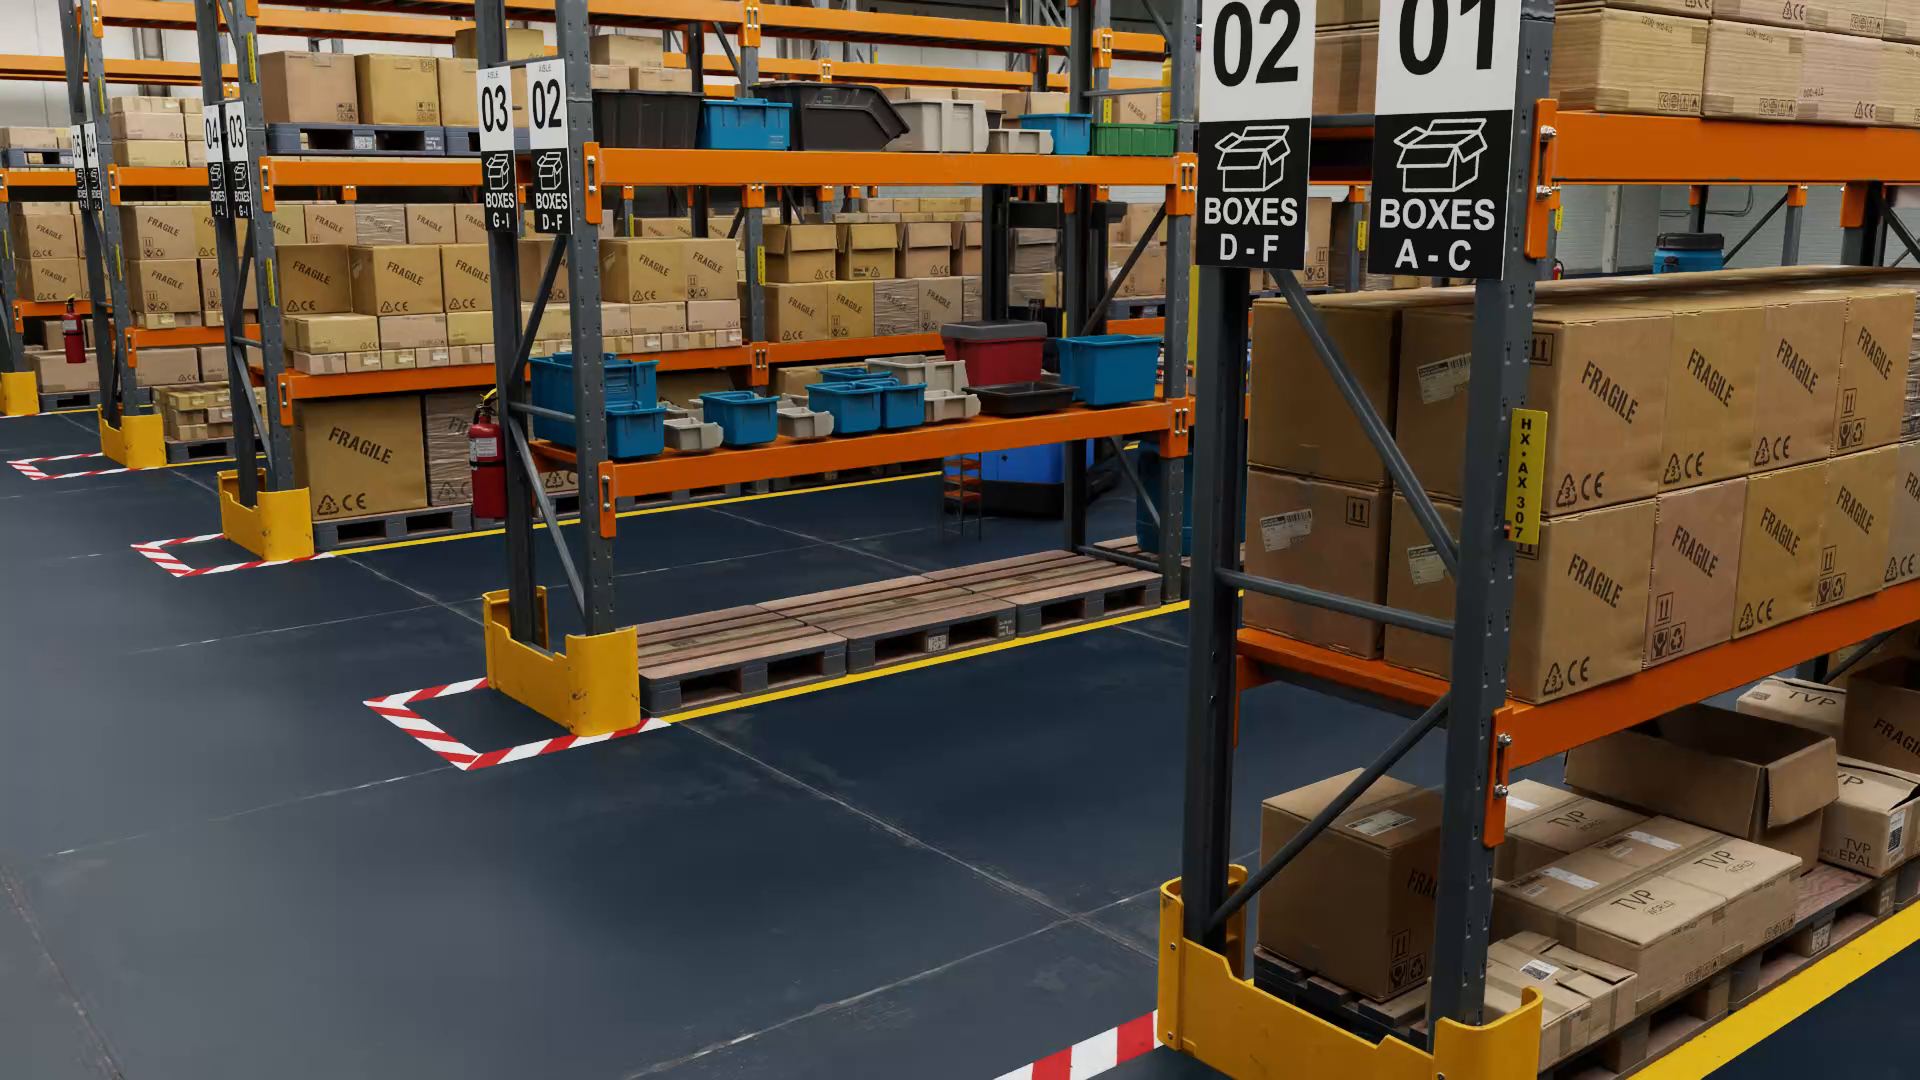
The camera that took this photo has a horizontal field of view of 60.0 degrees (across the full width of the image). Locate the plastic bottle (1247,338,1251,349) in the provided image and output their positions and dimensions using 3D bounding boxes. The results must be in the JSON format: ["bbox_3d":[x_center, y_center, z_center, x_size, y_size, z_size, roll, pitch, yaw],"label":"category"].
[{"bbox_3d":[2.049,-1.295,11.816,0.097,0.271,0.097,0,12,0],"label":"plastic bottle"}]

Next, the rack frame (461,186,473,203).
[{"bbox_3d":[-8.199,-4.876,28.372,0.127,3.000,1.000,-9,15,-38],"label":"rack frame"}]

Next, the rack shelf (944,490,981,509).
[{"bbox_3d":[0.011,-0.311,12.572,0.180,0.103,0.258,-9,15,-38],"label":"rack shelf"}]

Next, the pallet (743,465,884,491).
[{"bbox_3d":[-1.472,-0.694,15.387,1.213,0.211,1.003,-9,15,-38],"label":"pallet"}]

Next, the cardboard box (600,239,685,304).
[{"bbox_3d":[-2.613,-2.217,13.687,0.500,0.500,0.500,-9,15,-37],"label":"cardboard box"}]

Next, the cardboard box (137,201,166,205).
[{"bbox_3d":[-9.869,-4.056,20.299,0.250,0.149,0.380,-9,15,-37],"label":"cardboard box"}]

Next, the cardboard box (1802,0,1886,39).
[{"bbox_3d":[2.380,-1.612,4.933,0.500,0.250,0.500,-9,15,-38],"label":"cardboard box"}]

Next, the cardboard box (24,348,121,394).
[{"bbox_3d":[-10.889,-2.088,20.396,0.875,0.438,0.875,-10,16,-40],"label":"cardboard box"}]

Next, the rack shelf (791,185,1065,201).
[{"bbox_3d":[-0.362,-4.657,21.848,4.000,0.370,1.077,-9,15,-38],"label":"rack shelf"}]

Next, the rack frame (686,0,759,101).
[{"bbox_3d":[-2.028,-4.880,13.945,0.127,3.000,1.000,-9,15,-38],"label":"rack frame"}]

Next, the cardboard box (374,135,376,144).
[{"bbox_3d":[-6.067,-4.166,16.964,0.500,0.250,0.500,-9,15,-35],"label":"cardboard box"}]

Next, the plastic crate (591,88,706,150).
[{"bbox_3d":[-1.582,-2.031,8.065,0.590,0.269,0.497,-9,15,-38],"label":"plastic crate"}]

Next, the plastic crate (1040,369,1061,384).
[{"bbox_3d":[0.614,-1.005,10.631,0.243,0.136,0.396,-9,15,-38],"label":"plastic crate"}]

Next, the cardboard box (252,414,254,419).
[{"bbox_3d":[-7.216,-1.299,16.662,0.250,0.149,0.380,-9,15,-37],"label":"cardboard box"}]

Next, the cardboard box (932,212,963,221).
[{"bbox_3d":[-0.375,-4.076,21.953,0.500,0.500,0.700,-10,15,-38],"label":"cardboard box"}]

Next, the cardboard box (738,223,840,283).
[{"bbox_3d":[-1.534,-2.569,14.851,0.637,0.503,0.797,-10,16,-39],"label":"cardboard box"}]

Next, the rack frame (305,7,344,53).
[{"bbox_3d":[-8.218,-6.487,21.515,0.127,3.000,1.000,-9,15,-38],"label":"rack frame"}]

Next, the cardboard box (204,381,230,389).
[{"bbox_3d":[-7.561,-1.533,17.047,0.250,0.149,0.380,-10,15,-39],"label":"cardboard box"}]

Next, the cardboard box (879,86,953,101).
[{"bbox_3d":[-0.486,-3.919,15.382,0.637,0.503,0.797,-10,15,-38],"label":"cardboard box"}]

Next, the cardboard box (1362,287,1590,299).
[{"bbox_3d":[1.604,-0.525,5.232,0.500,0.500,0.500,-9,15,-36],"label":"cardboard box"}]

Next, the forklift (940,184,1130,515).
[{"bbox_3d":[0.812,-1.902,14.531,1.130,2.935,3.031,4,13,19],"label":"forklift"}]

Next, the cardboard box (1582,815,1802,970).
[{"bbox_3d":[2.417,1.156,5.522,0.500,0.250,0.500,-9,15,-38],"label":"cardboard box"}]

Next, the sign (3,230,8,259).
[{"bbox_3d":[-11.000,-3.405,19.168,0.005,0.325,0.100,-9,15,-38],"label":"sign"}]

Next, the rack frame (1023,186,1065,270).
[{"bbox_3d":[1.200,-3.801,23.308,0.127,3.000,1.000,-9,15,-38],"label":"rack frame"}]

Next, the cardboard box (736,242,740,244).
[{"bbox_3d":[-2.808,-3.561,20.337,0.250,0.149,0.380,-10,15,-38],"label":"cardboard box"}]

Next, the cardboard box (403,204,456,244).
[{"bbox_3d":[-5.646,-3.274,17.460,0.500,0.500,0.500,-10,16,-39],"label":"cardboard box"}]

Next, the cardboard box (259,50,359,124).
[{"bbox_3d":[-4.778,-3.273,12.107,0.500,0.500,0.700,-11,16,-41],"label":"cardboard box"}]

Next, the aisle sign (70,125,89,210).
[{"bbox_3d":[-8.415,-3.555,15.889,0.004,0.787,0.394,-9,15,-38],"label":"aisle sign"}]

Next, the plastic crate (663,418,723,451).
[{"bbox_3d":[-1.356,-0.530,8.394,0.298,0.136,0.250,-9,15,-38],"label":"plastic crate"}]

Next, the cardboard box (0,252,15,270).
[{"bbox_3d":[-13.529,-3.991,23.847,0.500,0.250,0.500,-9,15,-37],"label":"cardboard box"}]

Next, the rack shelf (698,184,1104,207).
[{"bbox_3d":[-0.466,-3.320,15.554,4.000,0.370,1.077,-9,15,-38],"label":"rack shelf"}]

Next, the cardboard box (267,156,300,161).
[{"bbox_3d":[-6.852,-3.791,16.401,0.500,0.250,0.500,-10,16,-39],"label":"cardboard box"}]

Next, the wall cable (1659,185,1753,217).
[{"bbox_3d":[23.494,-11.446,52.345,0.112,2.526,3.097,-9,15,-38],"label":"wall cable"}]

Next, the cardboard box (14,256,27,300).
[{"bbox_3d":[-11.131,-3.188,20.180,0.500,0.500,0.500,-9,15,-37],"label":"cardboard box"}]

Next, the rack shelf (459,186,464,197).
[{"bbox_3d":[-9.760,-5.732,26.913,4.000,0.370,1.077,-9,15,-38],"label":"rack shelf"}]

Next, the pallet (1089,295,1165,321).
[{"bbox_3d":[1.586,-2.480,17.550,1.003,0.211,1.213,-9,15,-38],"label":"pallet"}]

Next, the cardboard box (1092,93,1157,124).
[{"bbox_3d":[1.624,-4.244,16.730,0.500,0.500,0.500,-9,15,-37],"label":"cardboard box"}]

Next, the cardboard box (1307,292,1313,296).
[{"bbox_3d":[4.204,-2.936,19.839,0.250,0.149,0.380,-9,15,-38],"label":"cardboard box"}]

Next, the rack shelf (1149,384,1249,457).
[{"bbox_3d":[2.628,-1.050,12.082,4.000,0.370,1.077,-9,15,-38],"label":"rack shelf"}]

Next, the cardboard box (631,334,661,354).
[{"bbox_3d":[-2.663,-1.630,13.687,0.250,0.149,0.380,-9,15,-37],"label":"cardboard box"}]

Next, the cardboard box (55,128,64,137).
[{"bbox_3d":[-13.150,-5.769,23.797,0.500,0.250,0.500,-10,15,-39],"label":"cardboard box"}]

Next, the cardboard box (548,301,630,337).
[{"bbox_3d":[-3.009,-1.784,13.453,0.500,0.250,0.500,-9,15,-37],"label":"cardboard box"}]

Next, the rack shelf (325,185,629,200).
[{"bbox_3d":[-6.657,-4.928,23.123,4.000,0.370,1.077,-9,15,-38],"label":"rack shelf"}]

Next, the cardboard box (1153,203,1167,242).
[{"bbox_3d":[2.783,-4.653,24.359,0.500,0.550,0.875,-9,15,-38],"label":"cardboard box"}]

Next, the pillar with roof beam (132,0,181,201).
[{"bbox_3d":[-9.740,-6.649,22.279,0.400,9.000,9.100,-9,15,-38],"label":"pillar with roof beam"}]

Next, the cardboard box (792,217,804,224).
[{"bbox_3d":[-2.575,-4.829,26.180,0.500,0.500,0.500,-9,15,-37],"label":"cardboard box"}]

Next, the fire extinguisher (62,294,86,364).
[{"bbox_3d":[-8.656,-2.066,16.220,0.183,0.674,0.296,-9,15,-38],"label":"fire extinguisher"}]

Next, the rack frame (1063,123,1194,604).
[{"bbox_3d":[1.067,-1.142,10.785,0.127,3.000,1.000,-9,15,-38],"label":"rack frame"}]

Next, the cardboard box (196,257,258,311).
[{"bbox_3d":[-7.245,-2.525,16.343,0.500,0.500,0.500,-9,15,-38],"label":"cardboard box"}]

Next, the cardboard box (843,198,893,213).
[{"bbox_3d":[-1.493,-5.296,26.985,0.500,0.500,0.700,-10,15,-38],"label":"cardboard box"}]

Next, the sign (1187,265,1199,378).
[{"bbox_3d":[0.704,-0.633,4.838,0.005,0.325,0.100,-9,15,-38],"label":"sign"}]

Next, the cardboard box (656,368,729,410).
[{"bbox_3d":[-2.593,-1.039,14.403,0.875,0.875,0.875,-9,15,-38],"label":"cardboard box"}]

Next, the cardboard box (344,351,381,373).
[{"bbox_3d":[-4.468,-1.329,12.273,0.250,0.149,0.380,-10,15,-38],"label":"cardboard box"}]

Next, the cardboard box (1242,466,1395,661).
[{"bbox_3d":[1.214,0.030,5.026,0.500,0.500,0.500,-9,15,-36],"label":"cardboard box"}]

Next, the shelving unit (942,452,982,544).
[{"bbox_3d":[0.011,-0.589,12.513,0.189,1.200,0.258,-9,15,-38],"label":"shelving unit"}]
